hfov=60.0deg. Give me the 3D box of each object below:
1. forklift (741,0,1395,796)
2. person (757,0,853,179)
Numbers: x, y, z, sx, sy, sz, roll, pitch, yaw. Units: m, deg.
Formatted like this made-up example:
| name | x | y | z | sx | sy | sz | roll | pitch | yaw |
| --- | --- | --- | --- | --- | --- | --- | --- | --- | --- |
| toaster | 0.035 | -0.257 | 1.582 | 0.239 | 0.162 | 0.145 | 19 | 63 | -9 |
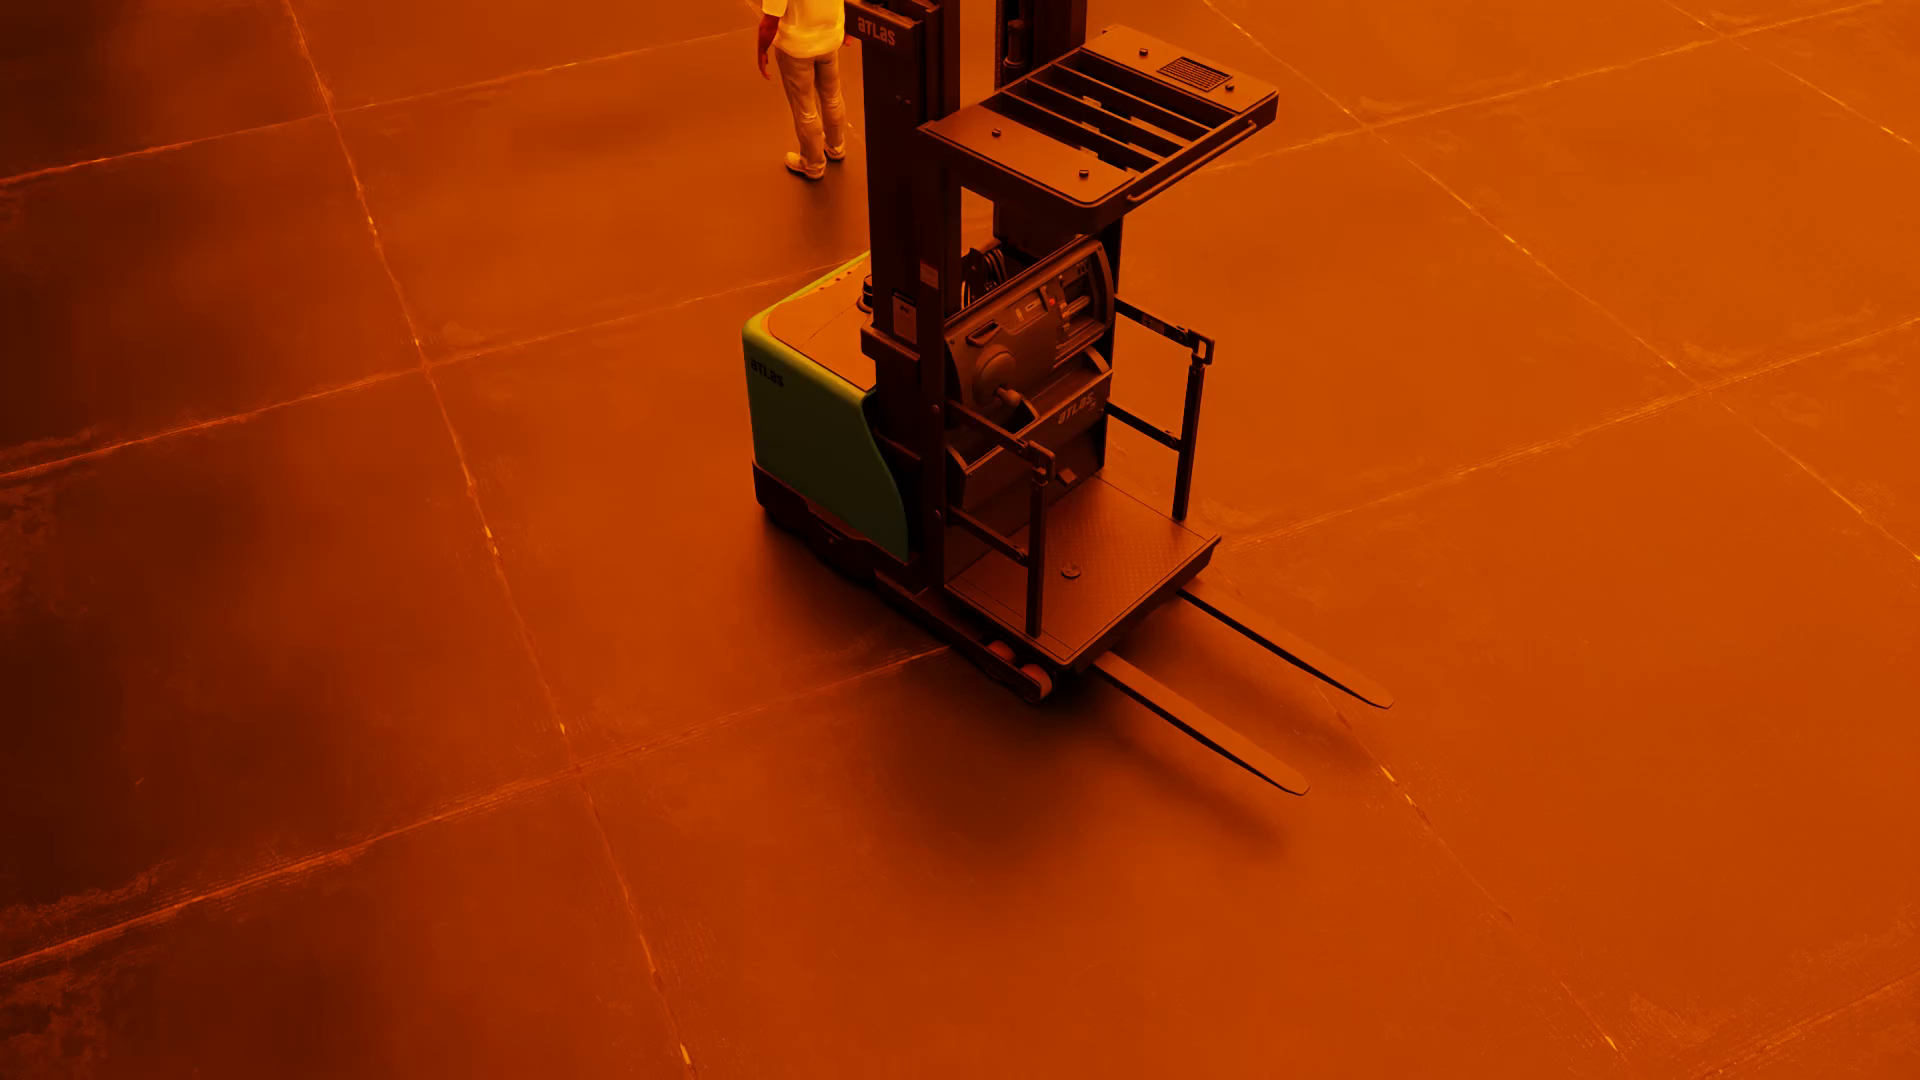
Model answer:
| name | x | y | z | sx | sy | sz | roll | pitch | yaw |
| --- | --- | --- | --- | --- | --- | --- | --- | --- | --- |
| forklift | 0.445 | -0.788 | 6.525 | 3.031 | 2.935 | 1.130 | 32 | 52 | 30 |
| person | -0.922 | -2.934 | 9.668 | 0.666 | 1.765 | 0.577 | -27 | 49 | -26 |
